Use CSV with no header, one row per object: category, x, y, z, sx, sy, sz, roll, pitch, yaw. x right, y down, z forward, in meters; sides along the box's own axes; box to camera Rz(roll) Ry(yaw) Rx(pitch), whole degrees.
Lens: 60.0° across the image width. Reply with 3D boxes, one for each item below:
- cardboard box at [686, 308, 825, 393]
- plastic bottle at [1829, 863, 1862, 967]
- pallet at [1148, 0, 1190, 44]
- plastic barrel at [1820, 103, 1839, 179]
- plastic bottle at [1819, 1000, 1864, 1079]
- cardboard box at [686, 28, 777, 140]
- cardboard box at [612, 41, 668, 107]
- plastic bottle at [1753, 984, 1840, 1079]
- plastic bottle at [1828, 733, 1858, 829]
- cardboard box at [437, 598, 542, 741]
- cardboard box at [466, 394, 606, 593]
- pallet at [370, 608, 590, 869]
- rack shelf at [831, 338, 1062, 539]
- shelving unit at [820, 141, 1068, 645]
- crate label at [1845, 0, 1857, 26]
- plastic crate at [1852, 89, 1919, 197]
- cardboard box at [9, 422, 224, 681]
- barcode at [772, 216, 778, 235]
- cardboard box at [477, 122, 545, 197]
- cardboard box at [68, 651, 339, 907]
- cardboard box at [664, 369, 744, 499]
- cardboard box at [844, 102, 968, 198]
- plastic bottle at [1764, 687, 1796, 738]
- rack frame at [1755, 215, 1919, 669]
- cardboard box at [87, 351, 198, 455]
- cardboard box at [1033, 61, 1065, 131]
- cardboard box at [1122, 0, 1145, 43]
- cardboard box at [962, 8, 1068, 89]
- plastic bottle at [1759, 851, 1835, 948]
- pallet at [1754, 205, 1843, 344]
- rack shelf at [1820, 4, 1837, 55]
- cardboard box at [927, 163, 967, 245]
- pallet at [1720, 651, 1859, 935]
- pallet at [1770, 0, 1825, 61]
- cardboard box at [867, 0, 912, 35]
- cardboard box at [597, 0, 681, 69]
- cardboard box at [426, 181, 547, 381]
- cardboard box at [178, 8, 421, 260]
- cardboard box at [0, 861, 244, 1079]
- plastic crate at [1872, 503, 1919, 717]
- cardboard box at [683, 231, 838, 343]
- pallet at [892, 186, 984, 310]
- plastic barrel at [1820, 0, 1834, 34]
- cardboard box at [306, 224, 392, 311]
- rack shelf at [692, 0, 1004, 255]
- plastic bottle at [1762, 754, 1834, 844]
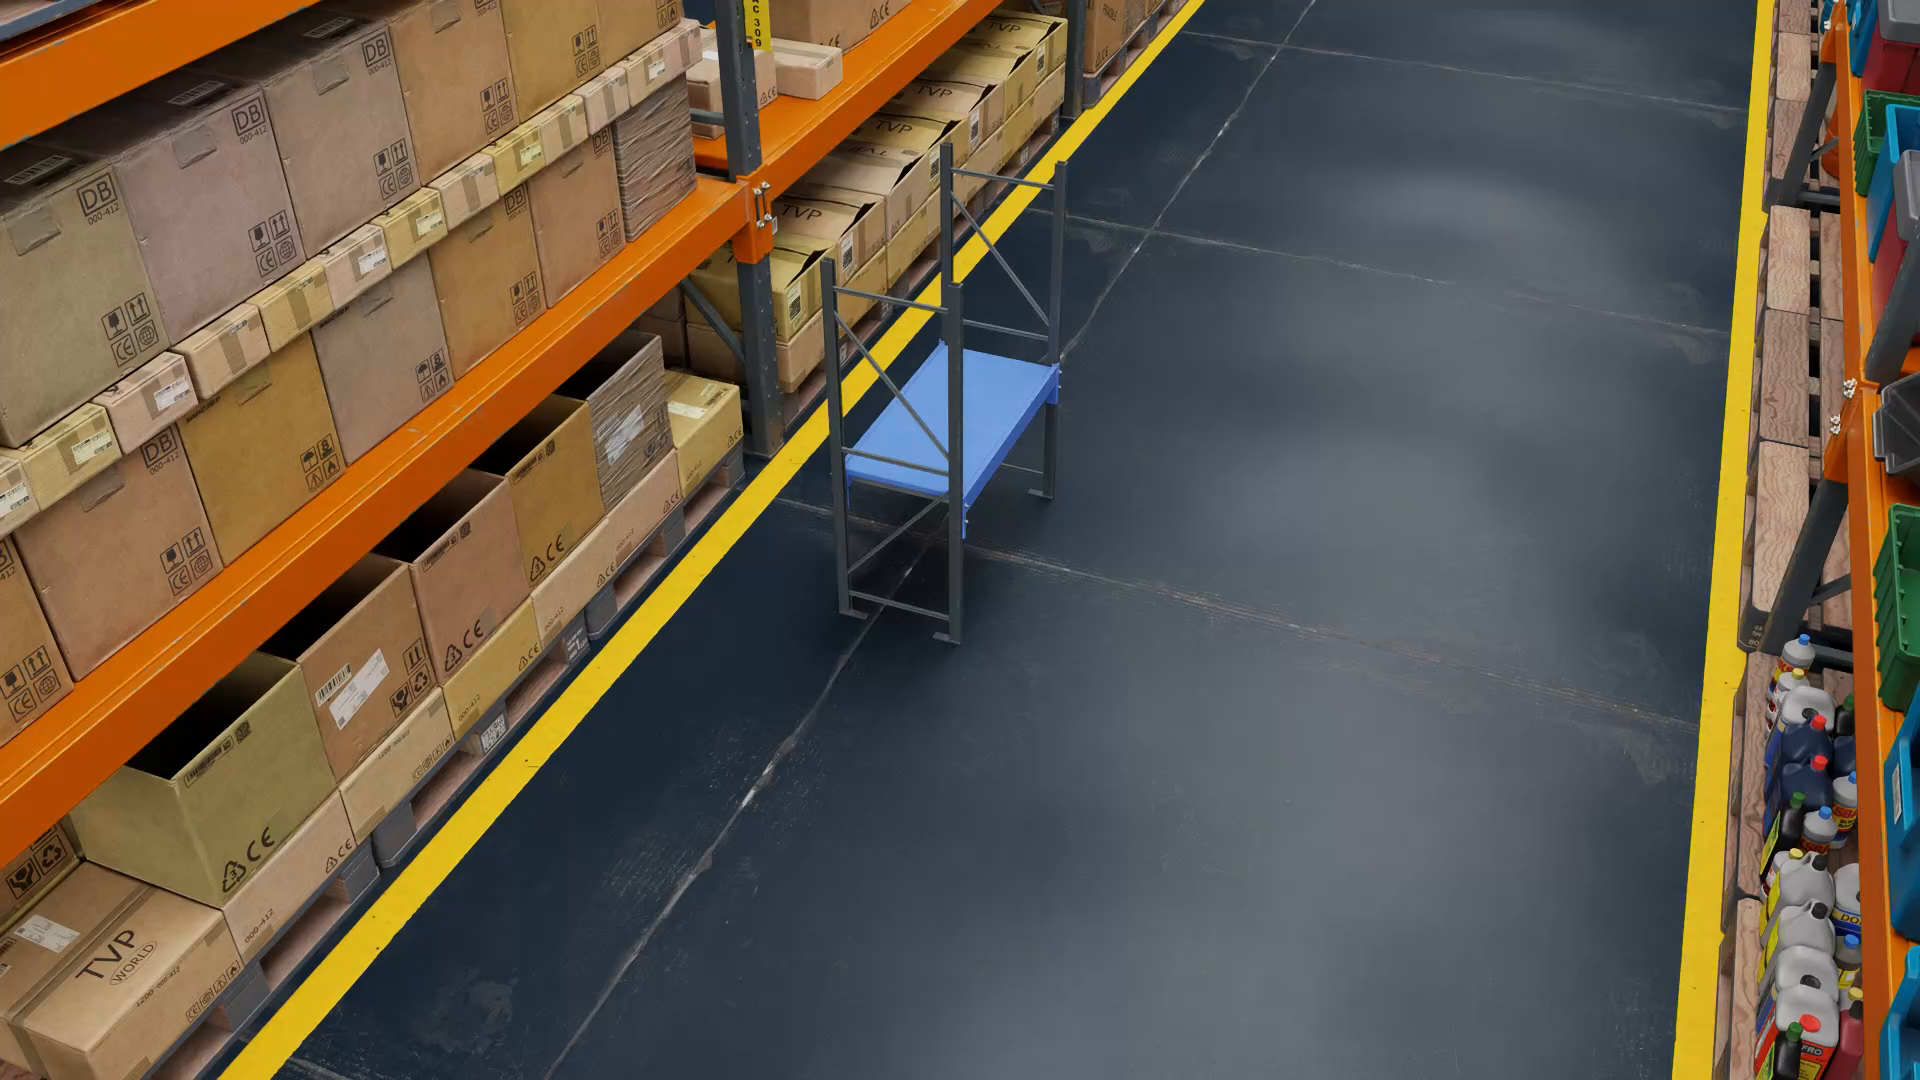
cardboard box,-0.874,-0.928,7.432,0.500,0.250,0.500,13,39,17
plastic bottle,2.544,1.063,4.730,0.152,0.276,0.135,14,39,18
pallet,1.050,-3.870,11.751,1.003,0.211,1.213,14,39,18
plastic barrel,5.015,-2.352,8.853,0.600,0.830,0.708,14,39,18
plastic bottle,2.314,1.337,4.358,0.061,0.283,0.133,14,39,18
cardboard box,-1.110,-1.917,6.934,0.500,0.250,0.500,16,40,21
cardboard box,-1.258,-1.658,5.838,0.380,0.149,0.250,13,39,17
plastic bottle,2.215,1.316,4.392,0.152,0.276,0.135,14,39,18
plastic bottle,2.765,0.706,5.145,0.144,0.351,0.185,14,39,18
cardboard box,-1.797,0.377,5.686,0.500,0.250,0.500,14,39,18
cardboard box,-1.619,-0.203,5.836,0.500,0.500,0.500,14,39,18
pallet,-2.061,0.531,5.863,1.003,0.211,1.213,14,39,18
rack shelf,-0.032,-0.409,6.345,0.538,0.185,1.000,14,39,18
shelving unit,-0.032,-0.554,6.238,0.538,1.500,1.048,14,39,18
crate label,4.337,-2.564,7.814,0.303,0.233,0.416,14,39,18
plastic crate,3.724,-1.507,6.438,0.450,0.188,0.662,14,39,18
cardboard box,-2.394,-0.067,4.251,0.700,0.500,0.500,15,39,19
barcode,-0.775,-1.300,6.903,0.001,0.075,0.075,14,39,18
cardboard box,-1.551,-1.232,5.267,0.380,0.149,0.250,14,39,18
cardboard box,-2.181,0.630,4.722,0.500,0.500,0.500,14,39,18
cardboard box,-1.231,-0.455,6.799,0.500,0.250,0.500,14,39,18
cardboard box,-0.286,-2.009,8.410,0.500,0.311,0.500,15,39,19
plastic bottle,2.718,0.570,5.452,0.097,0.201,0.097,0,37,0
rack frame,3.322,-0.564,4.999,1.000,3.000,0.127,14,39,18
cardboard box,-2.138,-0.371,4.116,0.380,0.149,0.250,13,39,17
cardboard box,0.290,-2.629,9.708,0.500,0.250,0.500,15,39,19
cardboard box,0.896,-3.562,10.730,0.500,0.500,0.500,12,39,16
cardboard box,0.293,-2.854,9.541,0.500,0.311,0.500,15,39,19
plastic bottle,2.398,1.013,4.734,0.144,0.351,0.185,14,39,17
pallet,4.514,-1.241,8.235,1.003,0.211,1.213,14,39,18
rack shelf,5.605,-3.598,9.659,1.077,0.370,4.000,14,39,18
cardboard box,-0.290,-1.780,8.571,0.500,0.250,0.500,15,39,19
pallet,3.028,0.915,5.349,1.003,0.211,1.213,14,39,18
pallet,6.034,-3.458,11.201,1.003,0.211,1.213,14,39,18
cardboard box,-0.559,-2.725,7.806,0.500,0.500,0.500,14,39,18
cardboard box,-1.420,-2.007,5.762,0.700,0.500,0.500,14,39,18
cardboard box,-1.809,-0.917,5.388,0.700,0.500,0.500,14,39,18
cardboard box,-1.993,-1.173,4.647,0.700,0.500,0.500,14,39,18
cardboard box,-2.369,1.207,4.575,0.500,0.250,0.500,14,39,18
plastic crate,2.545,0.208,4.143,0.450,0.188,0.662,14,39,18
cardboard box,-0.869,-1.158,7.271,0.500,0.311,0.500,14,39,18
pallet,-0.550,-1.672,8.811,1.003,0.211,1.213,14,39,18
plastic barrel,5.874,-3.631,10.505,0.600,0.901,0.708,14,39,18
cardboard box,-1.845,-0.799,4.688,0.380,0.149,0.250,14,39,18
rack shelf,-0.496,-2.513,8.208,1.077,0.370,4.000,14,39,18
plastic bottle,2.560,0.778,5.049,0.144,0.351,0.185,12,38,16
